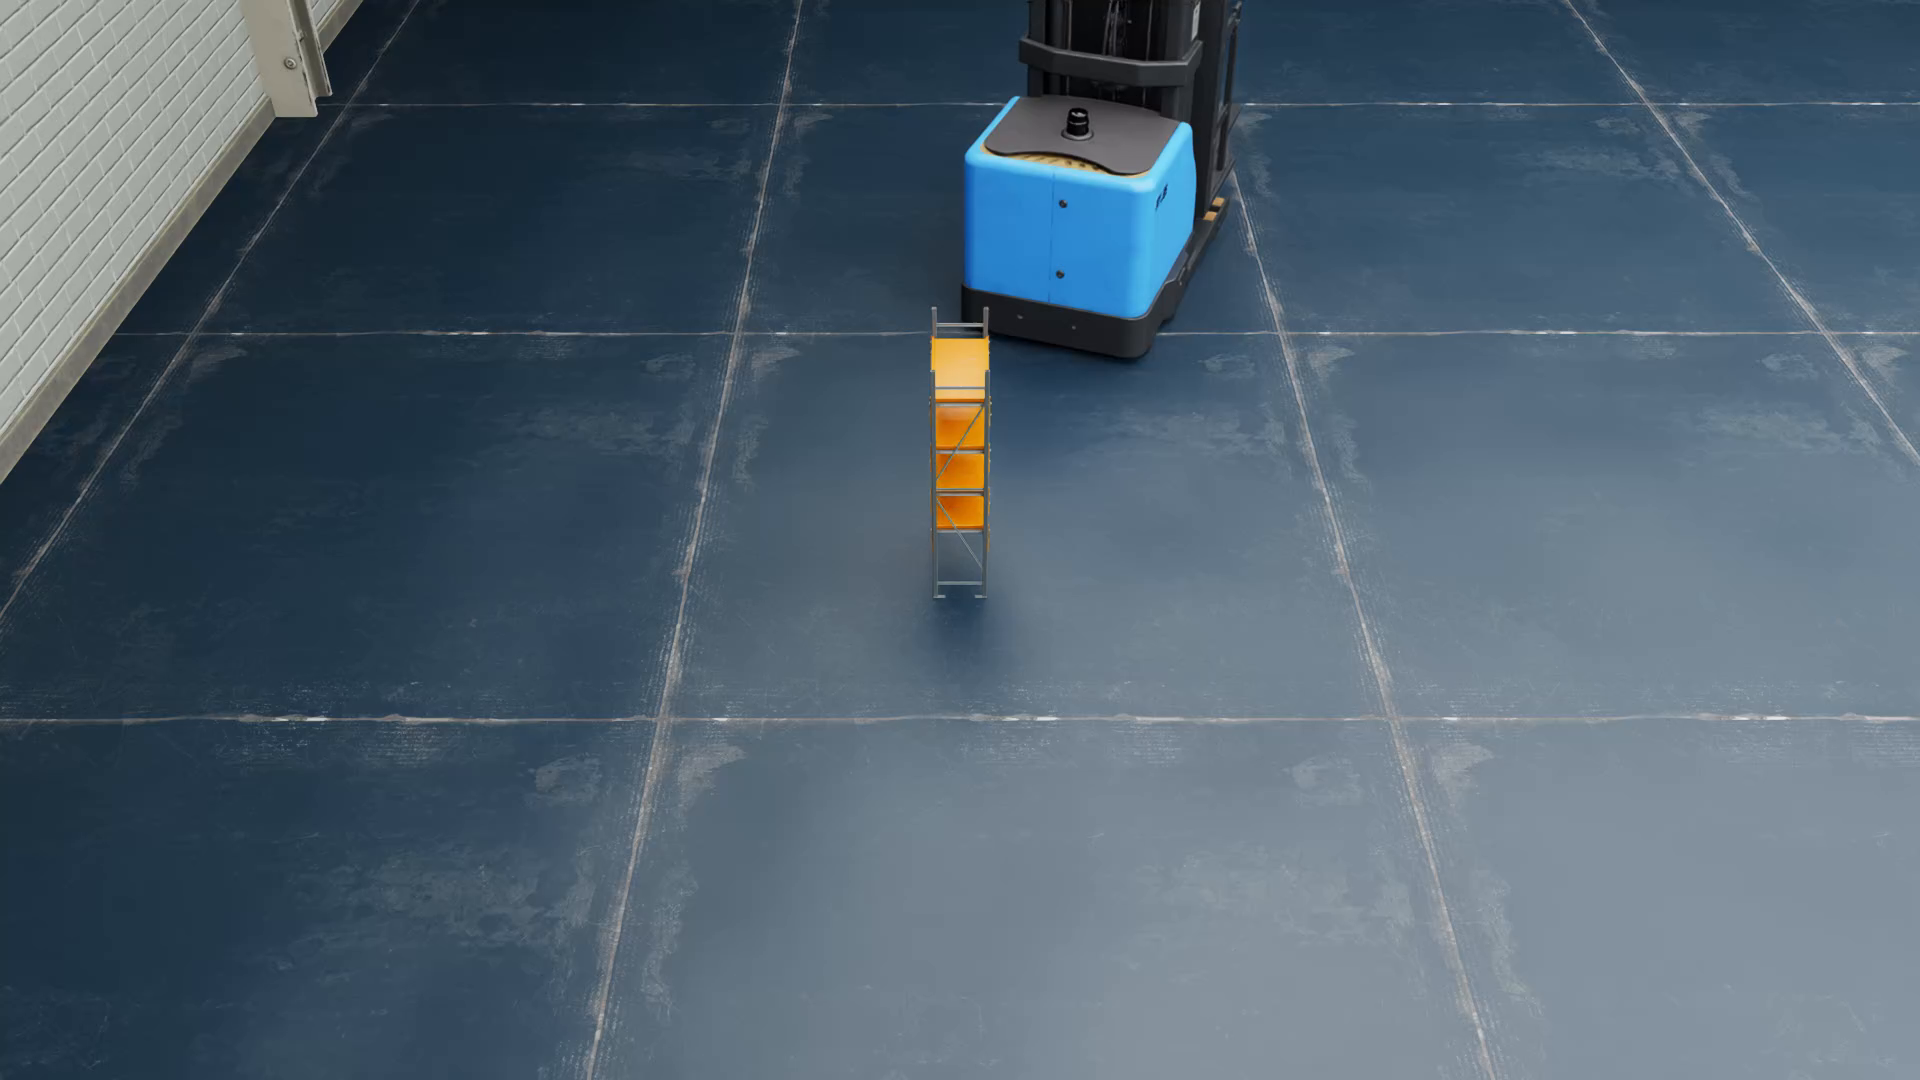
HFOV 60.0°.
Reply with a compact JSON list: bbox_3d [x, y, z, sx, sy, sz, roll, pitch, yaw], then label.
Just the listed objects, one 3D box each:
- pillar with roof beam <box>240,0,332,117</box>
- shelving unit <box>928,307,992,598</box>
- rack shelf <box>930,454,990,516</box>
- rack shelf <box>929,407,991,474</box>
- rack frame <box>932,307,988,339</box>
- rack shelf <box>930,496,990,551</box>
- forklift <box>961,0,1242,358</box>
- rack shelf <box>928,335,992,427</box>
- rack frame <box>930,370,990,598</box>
[{"bbox_3d":[-0.249,-6.527,8.699,9.100,9.000,0.400,0,39,0],"label":"pillar with roof beam"},{"bbox_3d":[0.000,-0.365,7.246,0.258,1.200,0.503,0,39,0],"label":"shelving unit"},{"bbox_3d":[0.000,-0.312,7.288,0.258,0.148,0.480,0,39,0],"label":"rack shelf"},{"bbox_3d":[0.000,-0.487,7.148,0.258,0.148,0.480,0,39,0],"label":"rack shelf"},{"bbox_3d":[0.000,-0.517,7.436,0.240,1.200,0.015,0,39,0],"label":"rack frame"},{"bbox_3d":[0.000,-0.157,7.412,0.258,0.148,0.480,0,39,0],"label":"rack shelf"},{"bbox_3d":[1.002,-3.037,9.196,1.130,2.935,3.031,13,41,16],"label":"forklift"},{"bbox_3d":[0.000,-0.671,7.000,0.258,0.148,0.480,0,39,0],"label":"rack shelf"},{"bbox_3d":[0.000,-0.212,7.055,0.240,1.200,0.015,0,39,0],"label":"rack frame"}]
